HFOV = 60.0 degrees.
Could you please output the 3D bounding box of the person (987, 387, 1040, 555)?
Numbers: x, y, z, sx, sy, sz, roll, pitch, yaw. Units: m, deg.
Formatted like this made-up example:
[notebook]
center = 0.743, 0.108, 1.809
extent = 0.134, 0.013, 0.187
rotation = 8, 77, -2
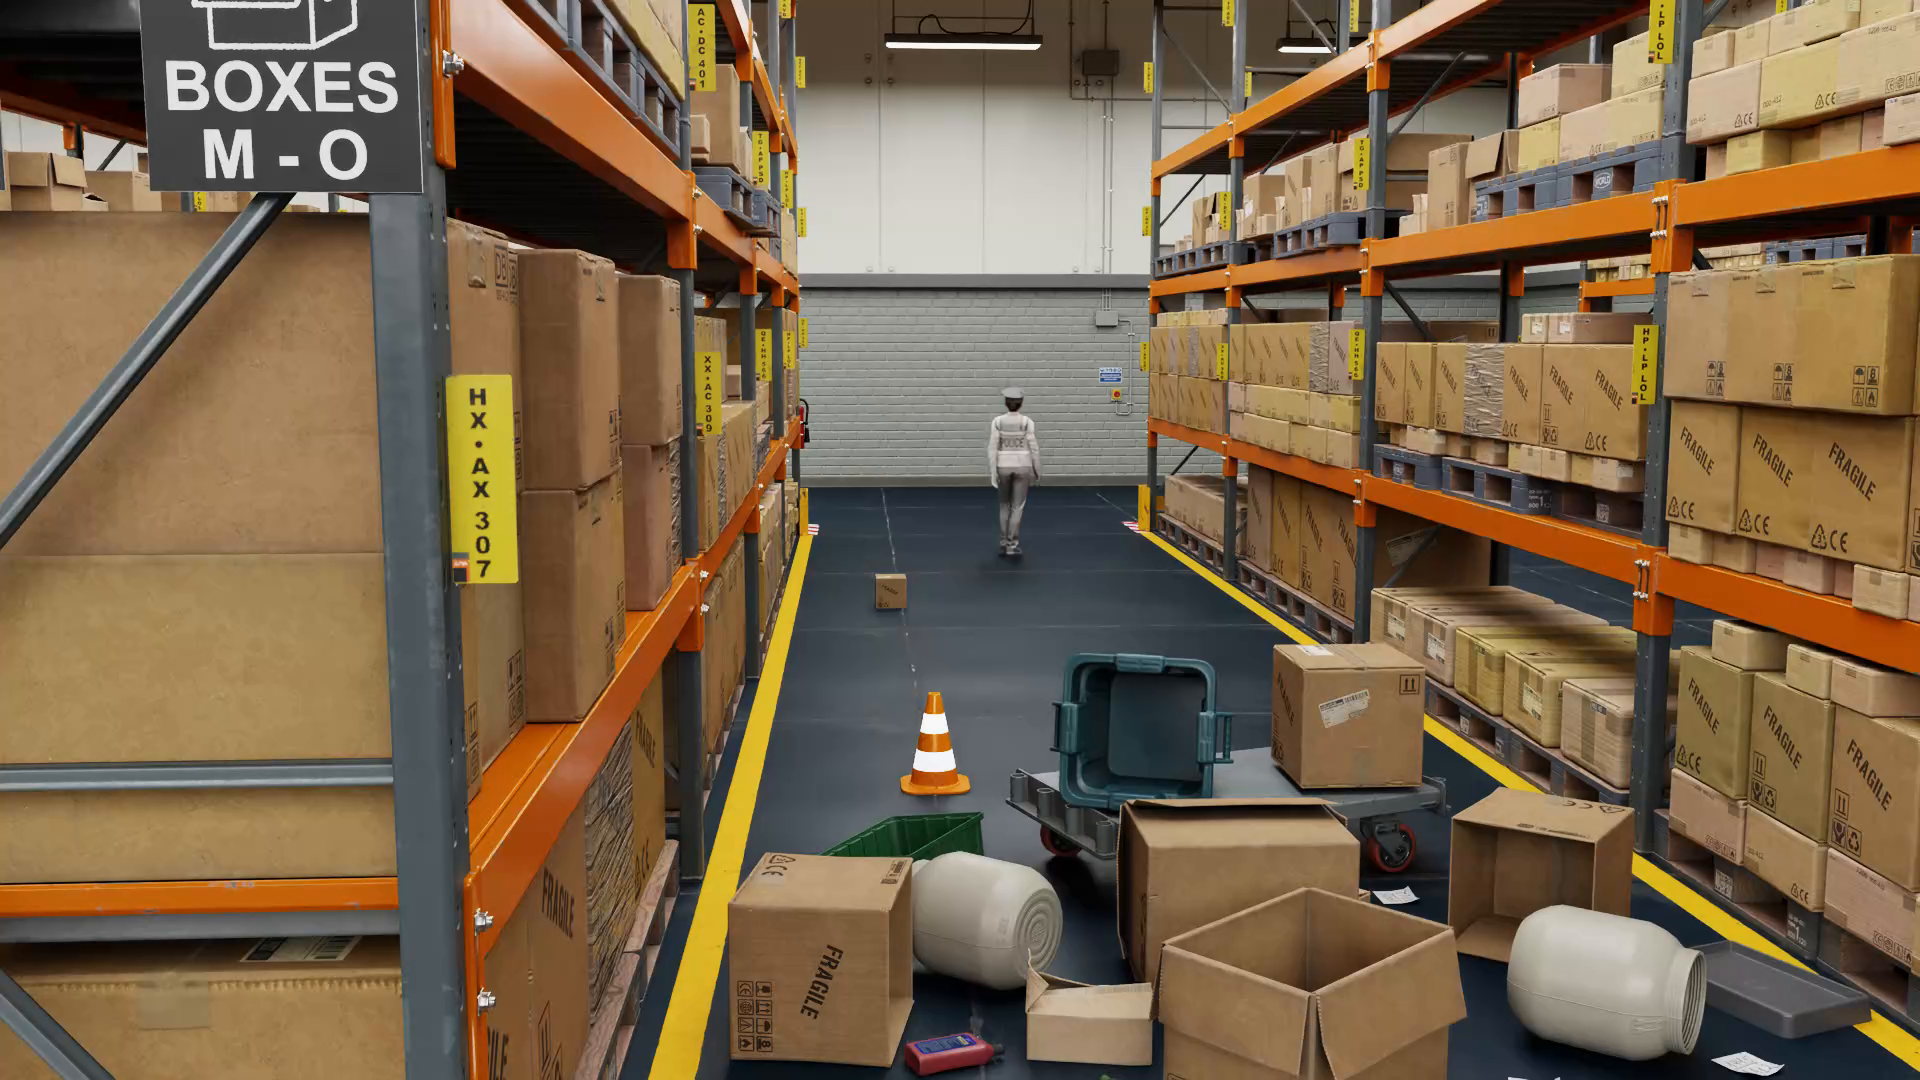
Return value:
[person]
center = 0.547, -0.655, 16.633
extent = 0.501, 1.754, 0.588
rotation = 2, 7, 14
